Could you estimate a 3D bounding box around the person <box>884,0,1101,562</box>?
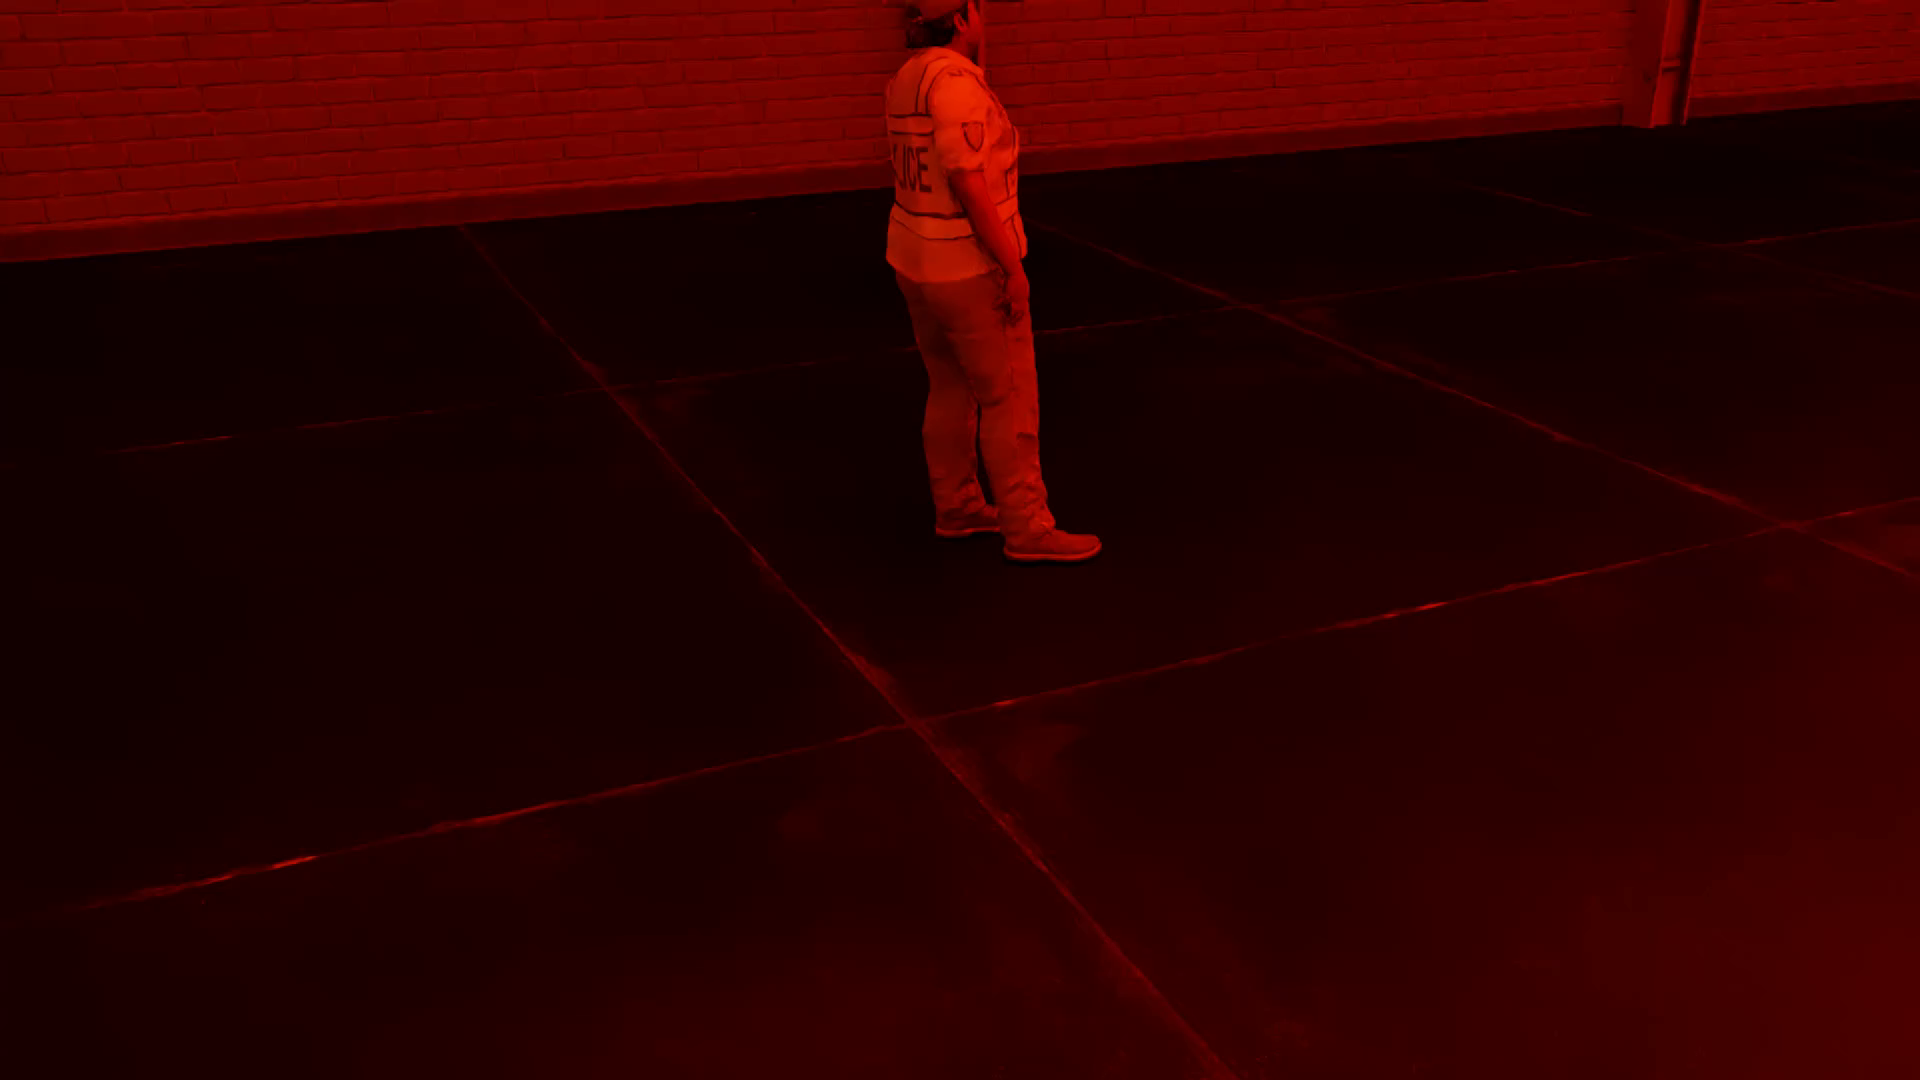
[{"bbox_3d":[0.079,-0.781,4.795,0.529,1.669,0.598,-10,25,-23],"label":"person"}]
